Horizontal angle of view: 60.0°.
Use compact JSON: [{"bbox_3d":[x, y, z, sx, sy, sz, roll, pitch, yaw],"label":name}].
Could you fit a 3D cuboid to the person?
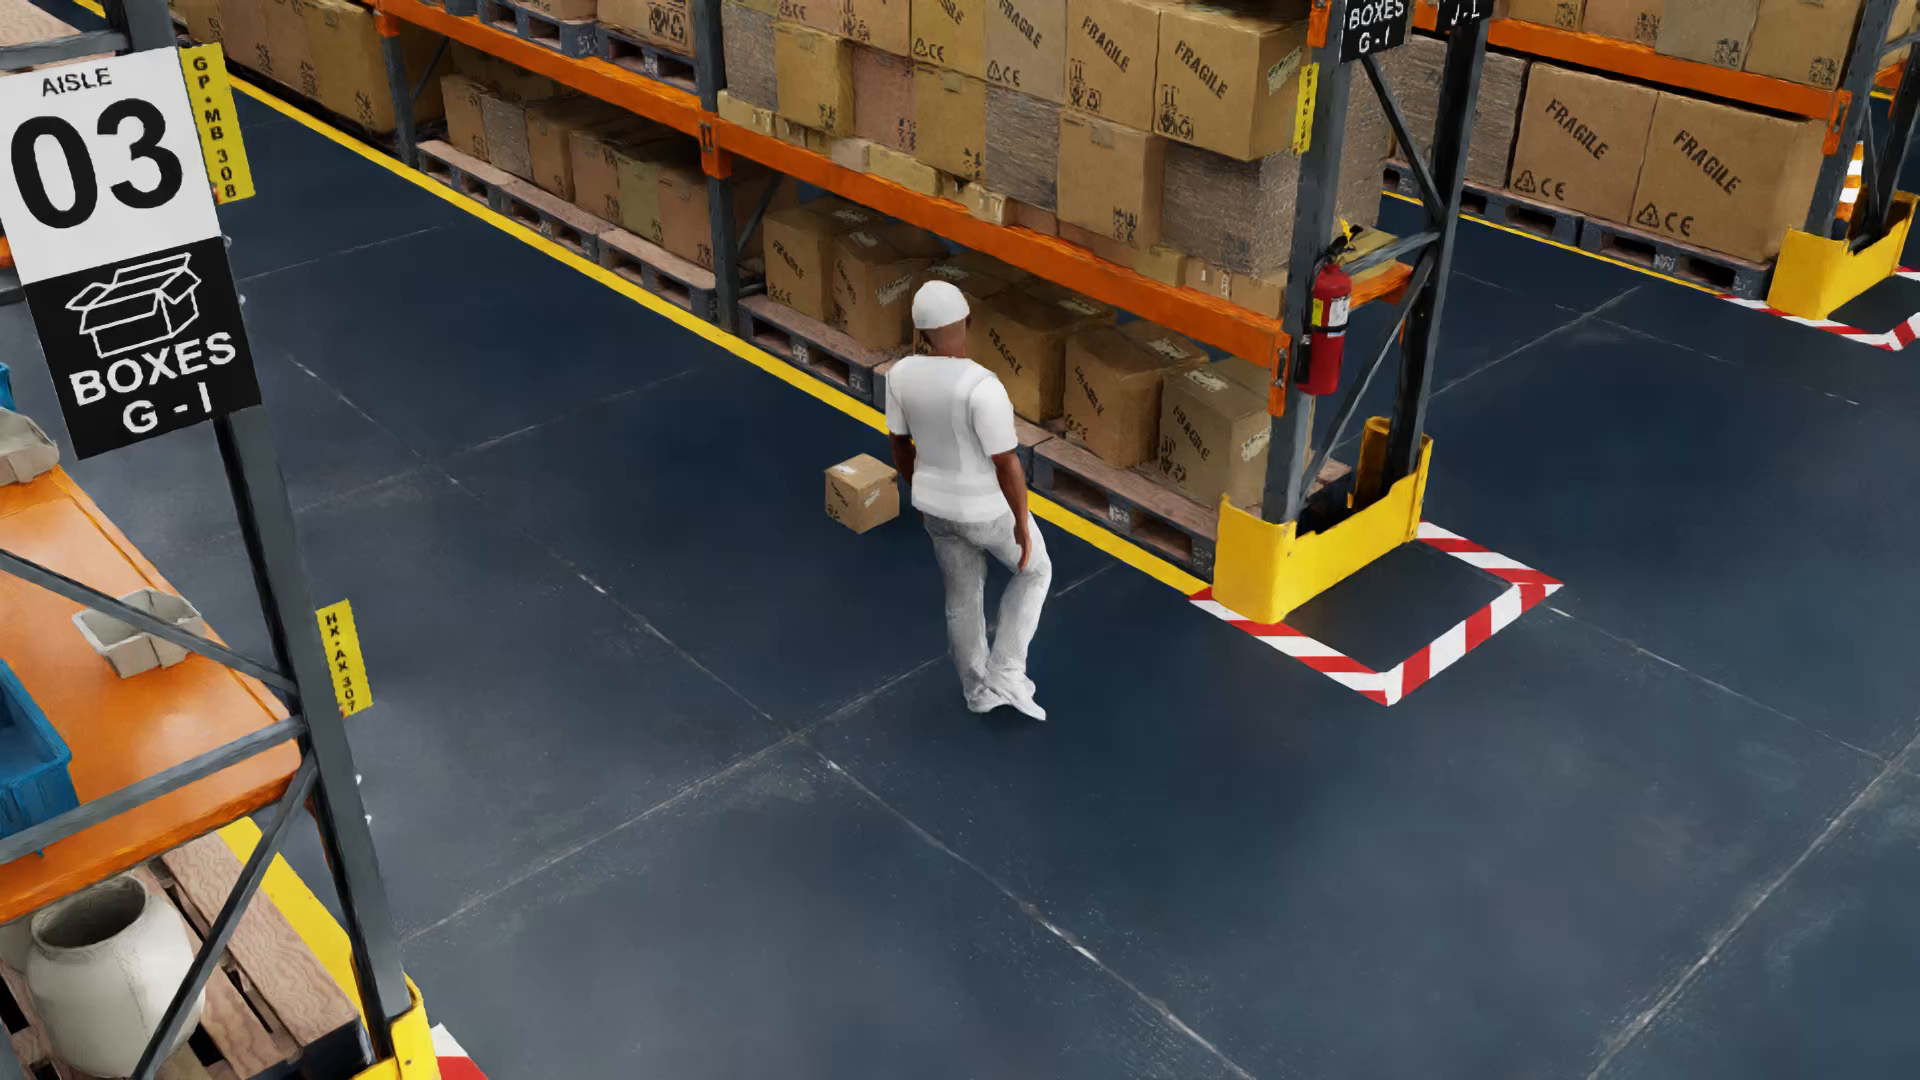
[{"bbox_3d":[0.089,-0.134,6.317,0.749,1.751,0.446,24,39,34],"label":"person"}]
